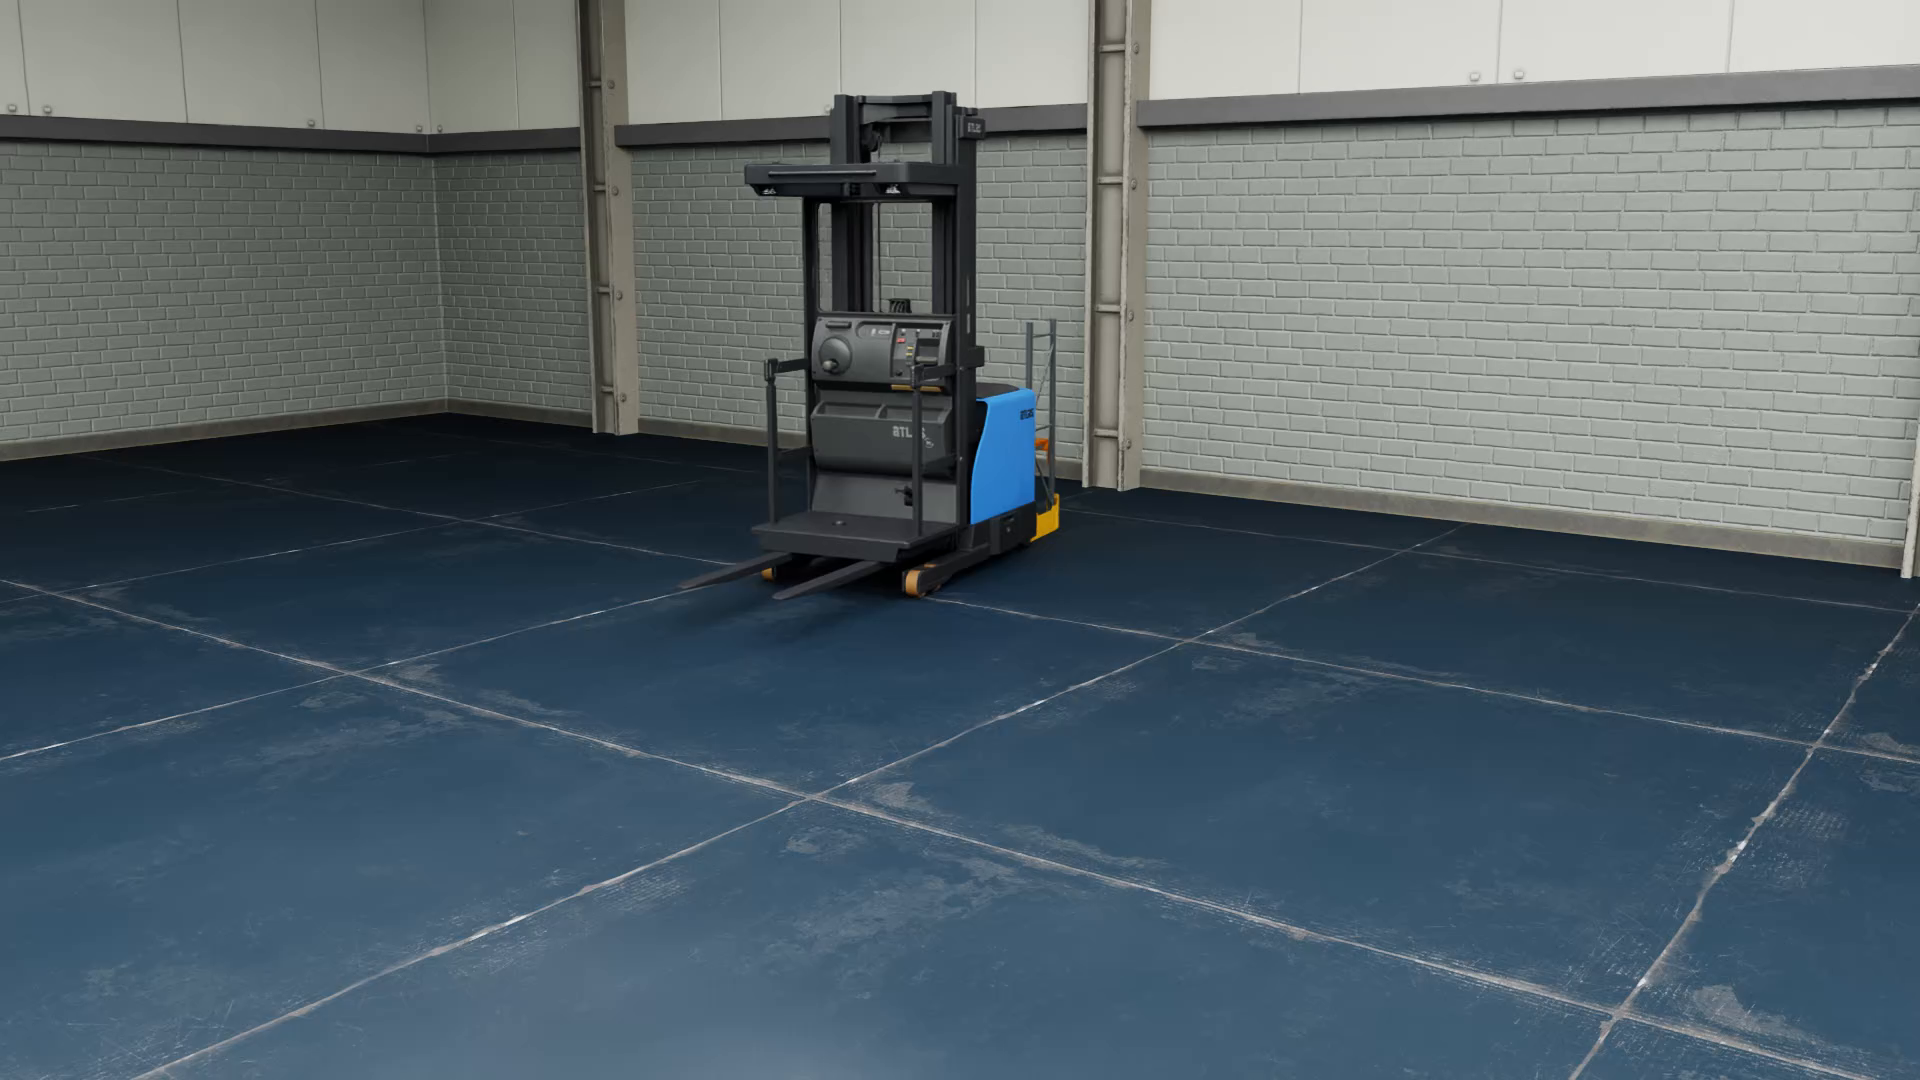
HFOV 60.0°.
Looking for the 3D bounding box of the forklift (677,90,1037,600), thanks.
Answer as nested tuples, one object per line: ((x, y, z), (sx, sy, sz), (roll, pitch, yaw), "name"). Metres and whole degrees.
((-0.578, -1.196, 9.993), (1.130, 2.935, 3.031), (5, 12, 25), "forklift")

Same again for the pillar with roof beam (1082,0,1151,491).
((-1.288, -4.204, 9.567), (0.400, 9.000, 9.100), (8, 13, 36), "pillar with roof beam")

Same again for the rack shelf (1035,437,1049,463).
((0.097, -0.635, 11.810), (1.000, 0.185, 0.538), (5, 12, 23), "rack shelf")

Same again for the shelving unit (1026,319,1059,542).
((0.105, -0.811, 11.773), (1.083, 1.500, 0.587), (5, 12, 23), "shelving unit")

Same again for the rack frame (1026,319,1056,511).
((0.562, -0.773, 11.575), (0.032, 1.500, 0.500), (5, 12, 23), "rack frame")

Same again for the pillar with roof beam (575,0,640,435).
((-6.124, -4.878, 13.054), (0.400, 9.000, 9.100), (8, 13, 36), "pillar with roof beam")

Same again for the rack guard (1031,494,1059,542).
((0.561, -0.159, 11.695), (0.087, 0.250, 0.587), (5, 12, 23), "rack guard")

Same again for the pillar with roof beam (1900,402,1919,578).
((3.548, -3.529, 6.080), (0.400, 9.000, 9.100), (8, 13, 36), "pillar with roof beam")
